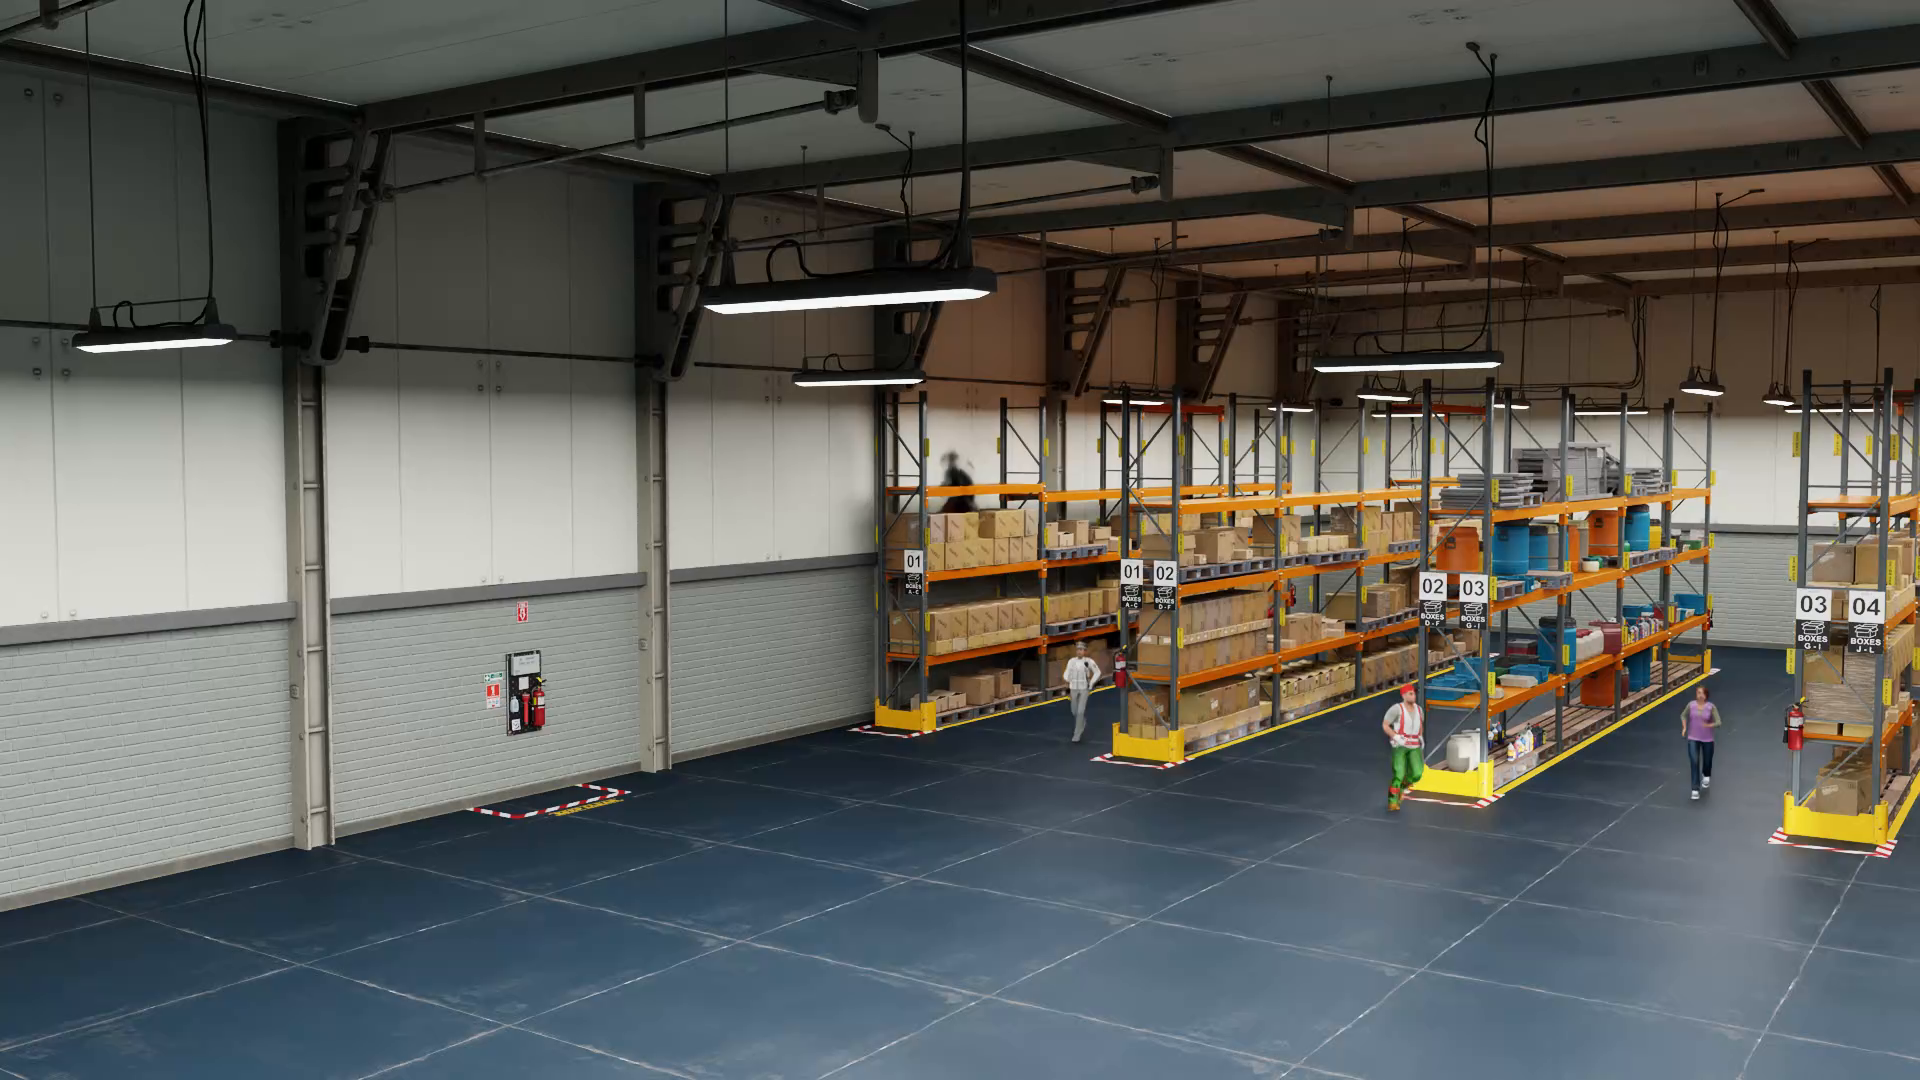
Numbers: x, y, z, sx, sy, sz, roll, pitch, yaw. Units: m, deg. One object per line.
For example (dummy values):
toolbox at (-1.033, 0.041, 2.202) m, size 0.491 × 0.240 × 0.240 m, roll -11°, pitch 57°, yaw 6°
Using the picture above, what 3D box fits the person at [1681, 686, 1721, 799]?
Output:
person at (10.601, 2.870, 23.841) m, size 0.522 × 1.575 × 0.878 m, roll 2°, pitch 4°, yaw 27°

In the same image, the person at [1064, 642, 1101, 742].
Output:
person at (2.062, 2.564, 28.451) m, size 0.618 × 1.667 × 0.893 m, roll 1°, pitch 3°, yaw 21°

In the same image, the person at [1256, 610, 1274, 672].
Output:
person at (6.545, 2.131, 36.306) m, size 0.647 × 1.719 × 0.943 m, roll 1°, pitch 3°, yaw 20°

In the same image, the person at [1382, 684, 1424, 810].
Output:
person at (6.168, 2.855, 22.921) m, size 0.676 × 1.736 × 0.548 m, roll -1°, pitch 3°, yaw -14°
